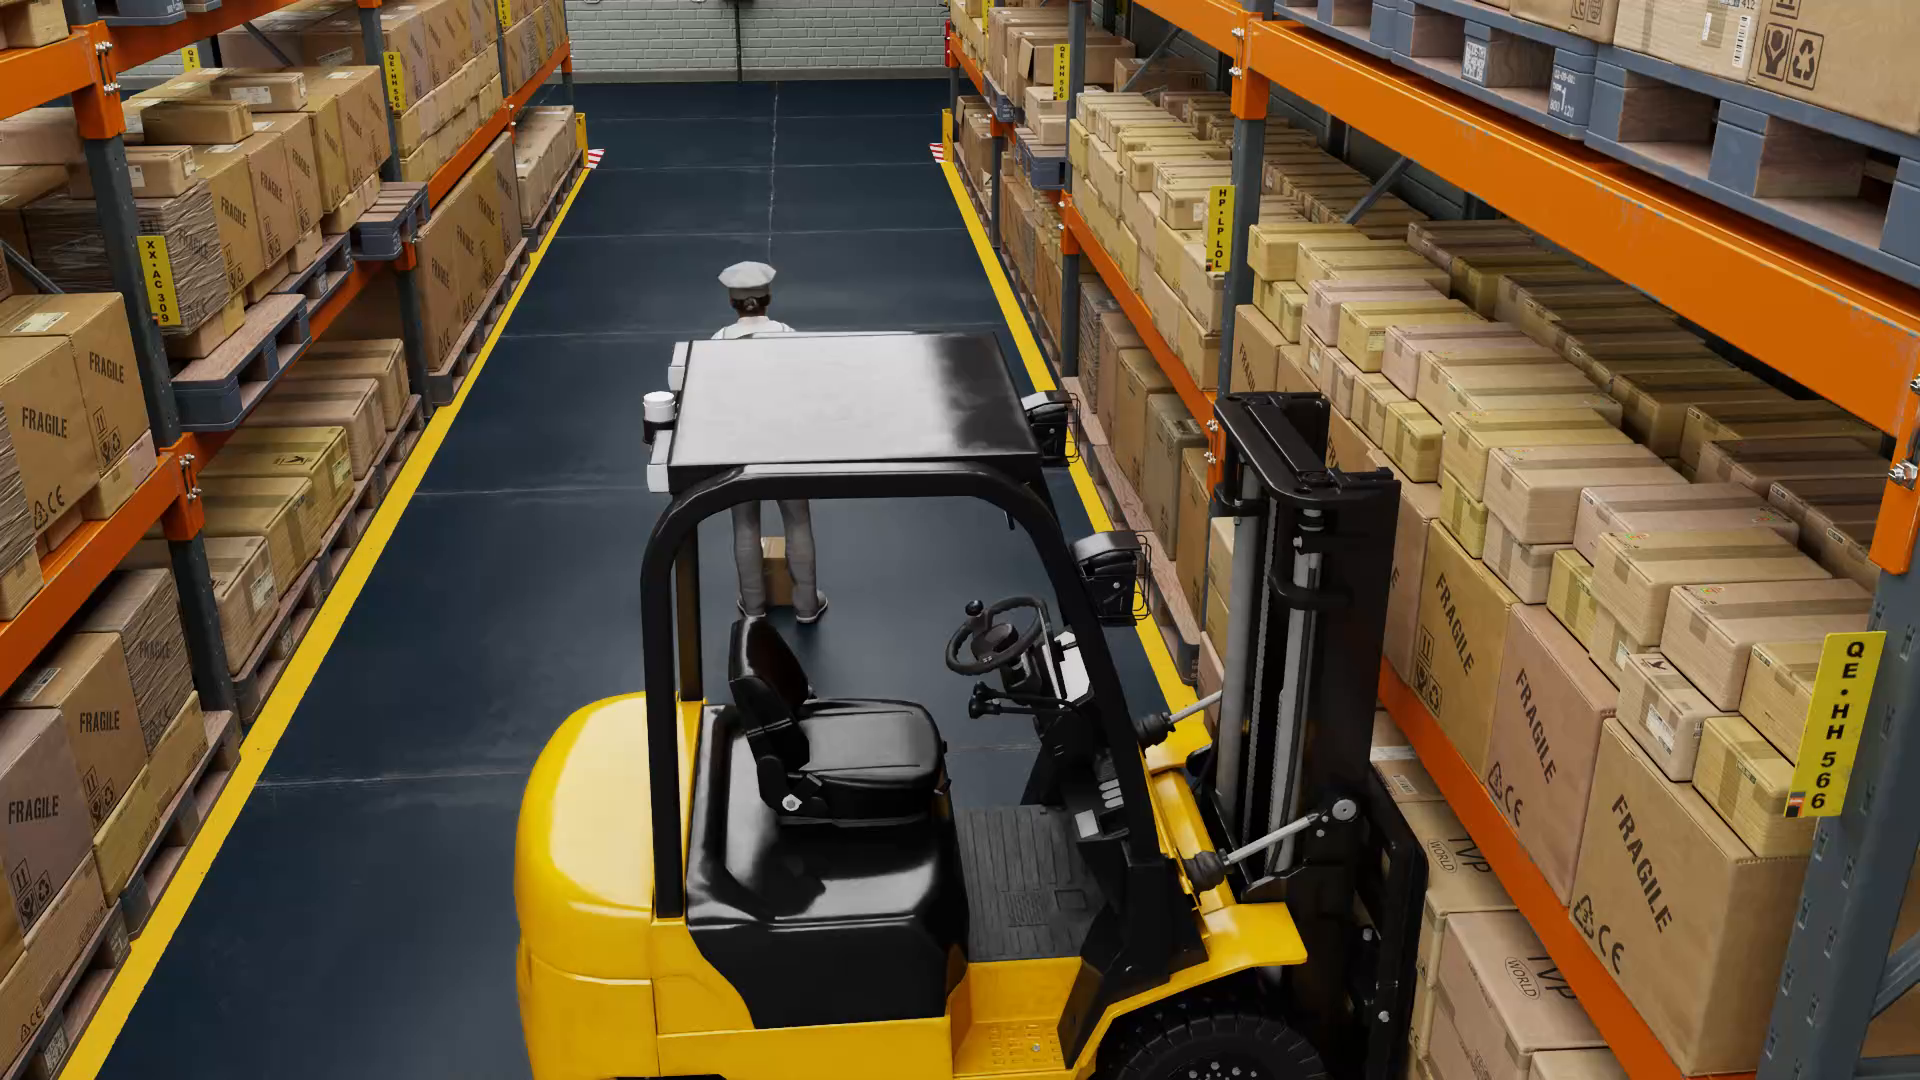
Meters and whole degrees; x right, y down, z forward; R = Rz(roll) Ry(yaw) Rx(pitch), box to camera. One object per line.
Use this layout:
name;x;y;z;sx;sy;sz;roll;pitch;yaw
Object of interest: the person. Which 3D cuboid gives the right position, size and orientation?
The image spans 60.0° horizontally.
person;-0.882;-0.405;7.516;0.523;1.660;0.418;-3;24;-7
